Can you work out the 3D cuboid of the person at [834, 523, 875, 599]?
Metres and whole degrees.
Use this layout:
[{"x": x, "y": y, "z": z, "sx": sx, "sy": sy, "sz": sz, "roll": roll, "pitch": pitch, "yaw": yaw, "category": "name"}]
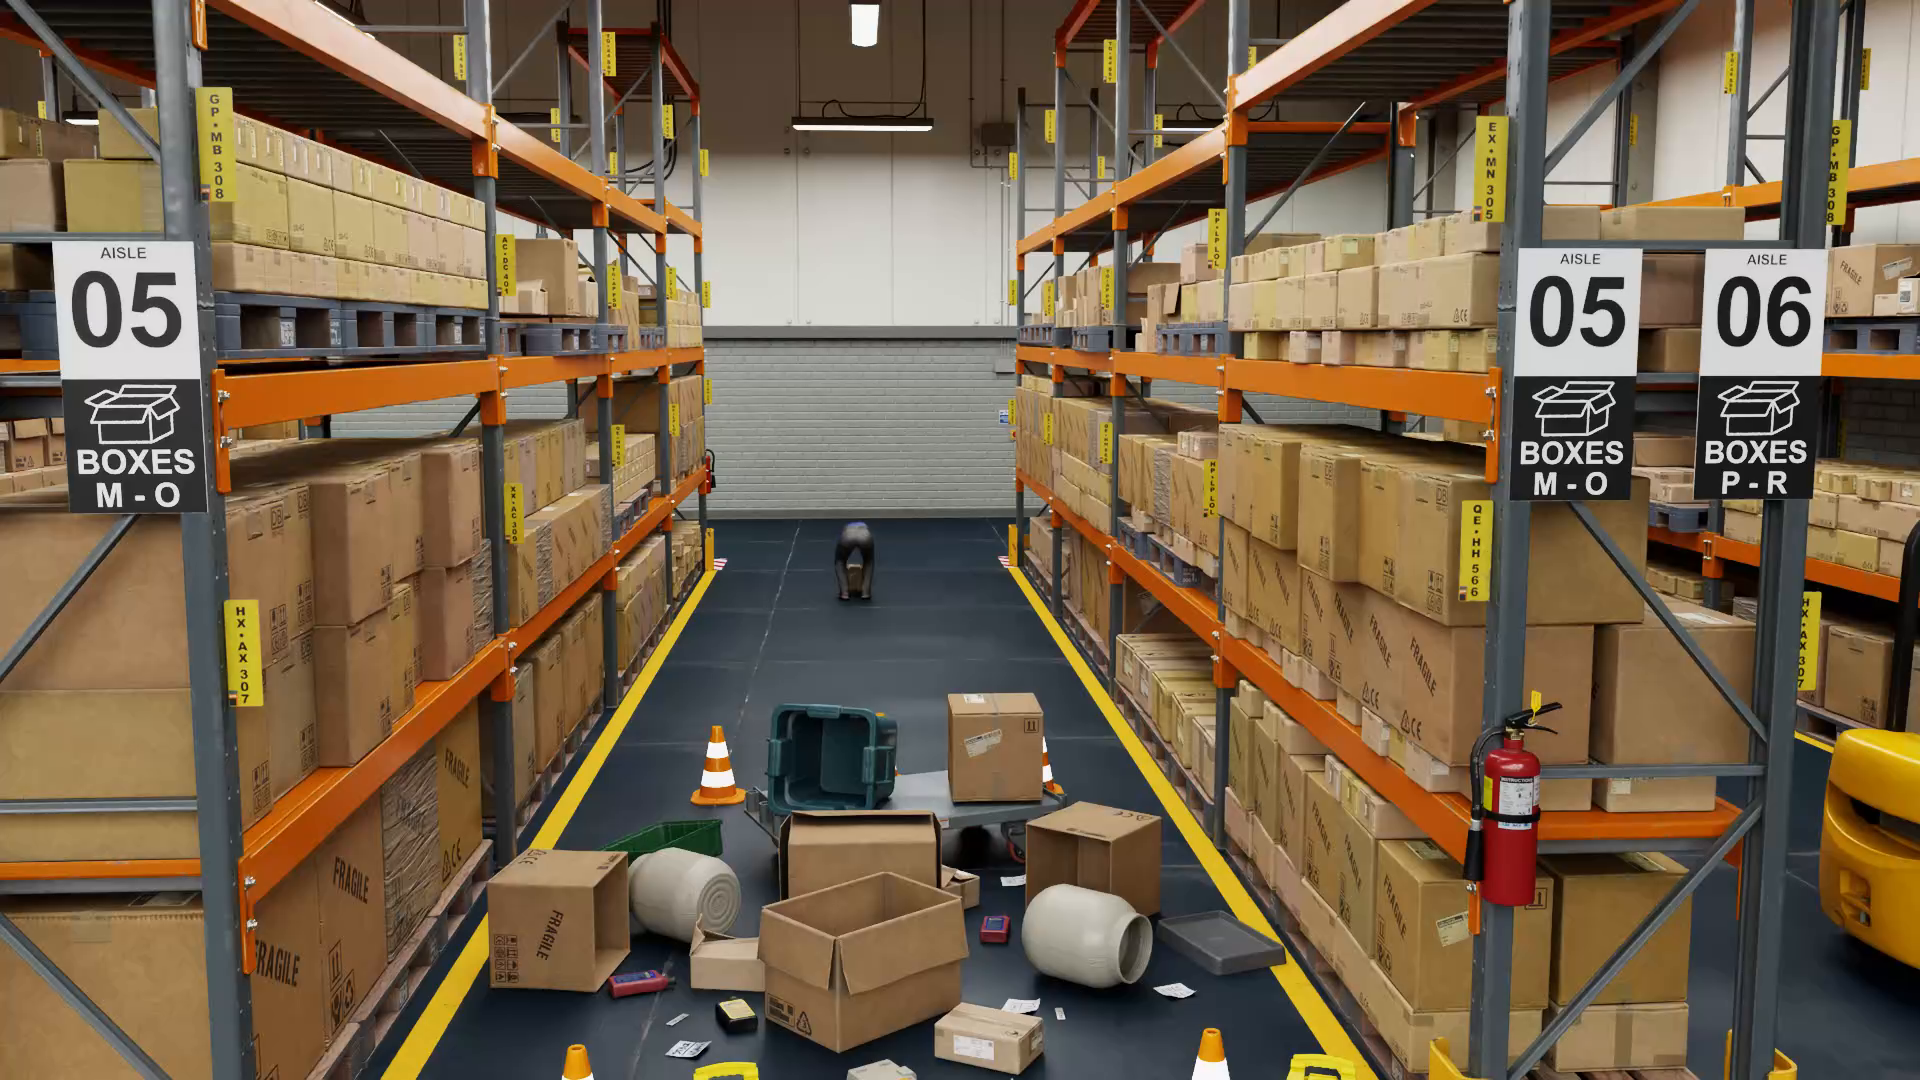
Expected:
[{"x": -1.195, "y": 0.212, "z": 18.815, "sx": 0.458, "sy": 0.864, "sz": 0.864, "roll": -1, "pitch": 7, "yaw": -6, "category": "person"}]
